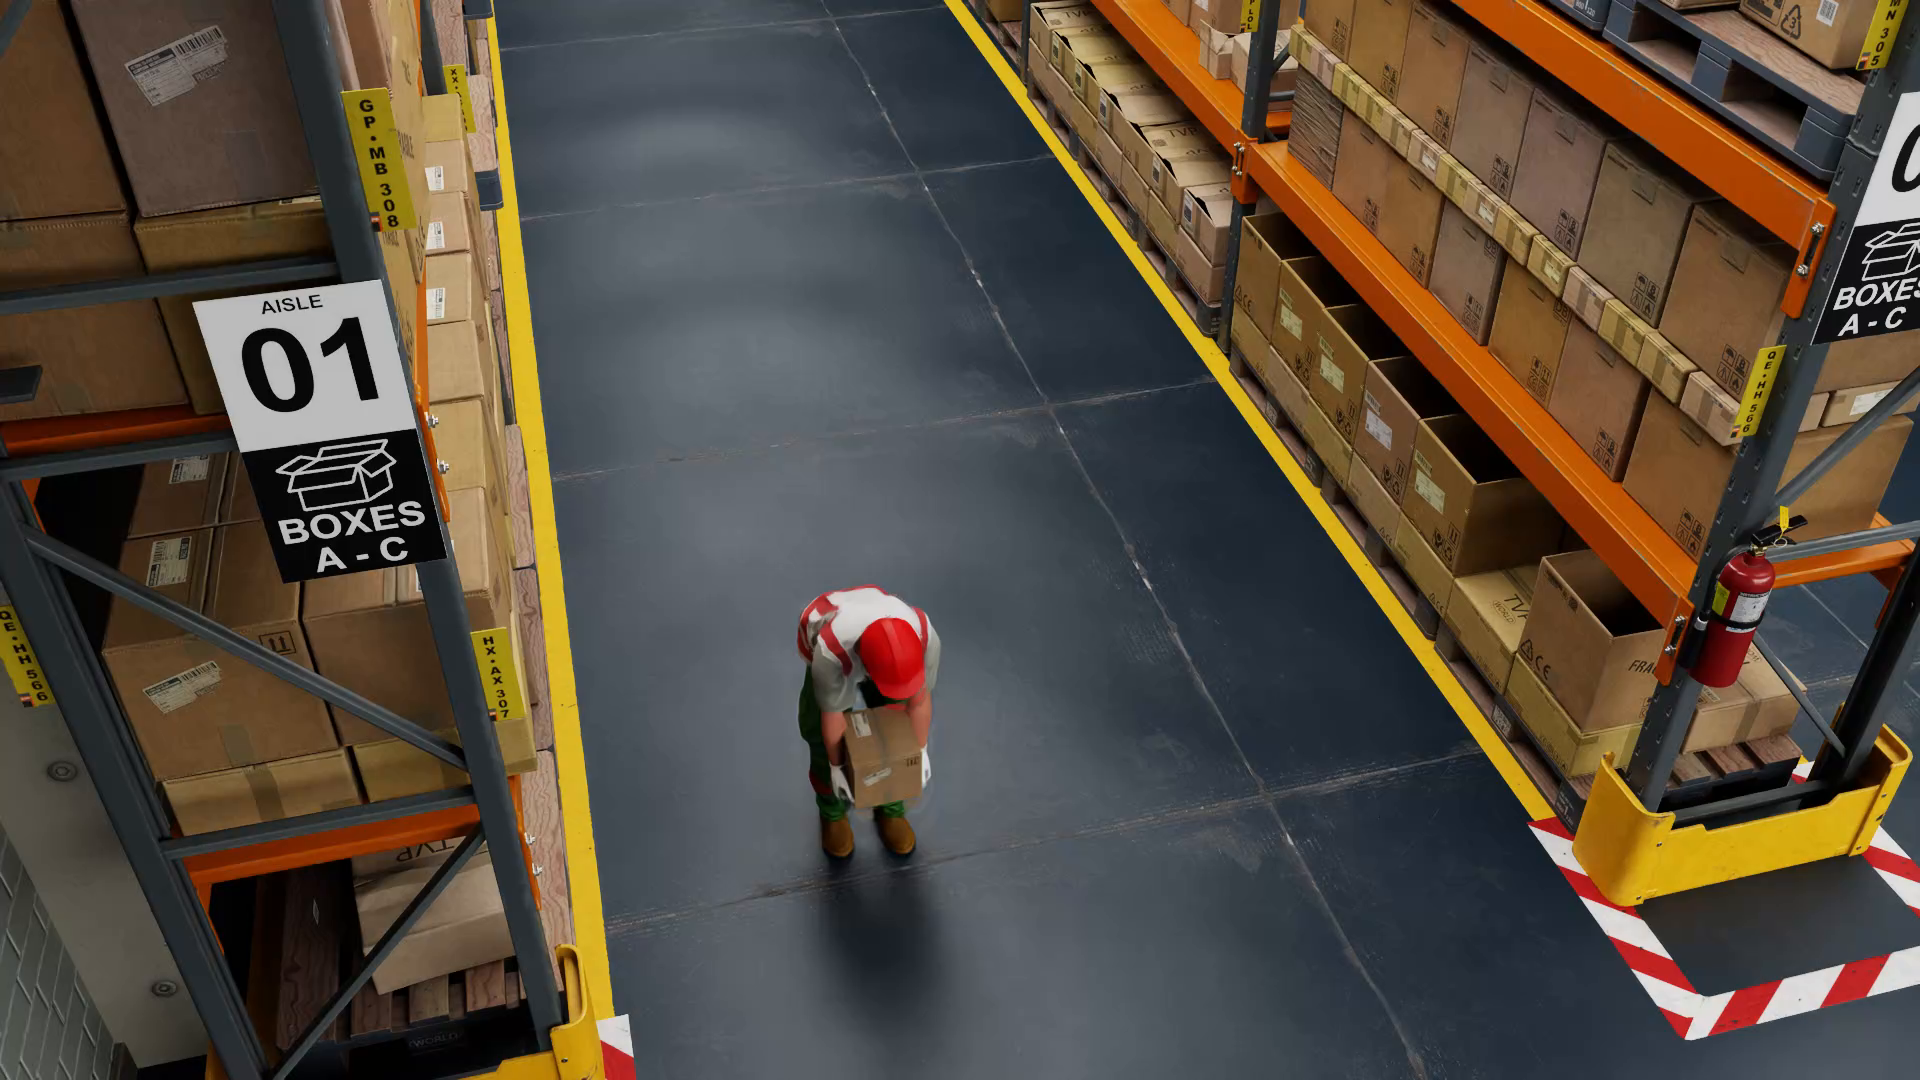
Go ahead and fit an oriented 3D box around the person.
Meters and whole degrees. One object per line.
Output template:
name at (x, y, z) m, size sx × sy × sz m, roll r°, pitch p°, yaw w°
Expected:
person at (-0.320, 0.678, 6.081) m, size 0.484 × 1.470 × 0.858 m, roll -10°, pitch 39°, yaw -13°
